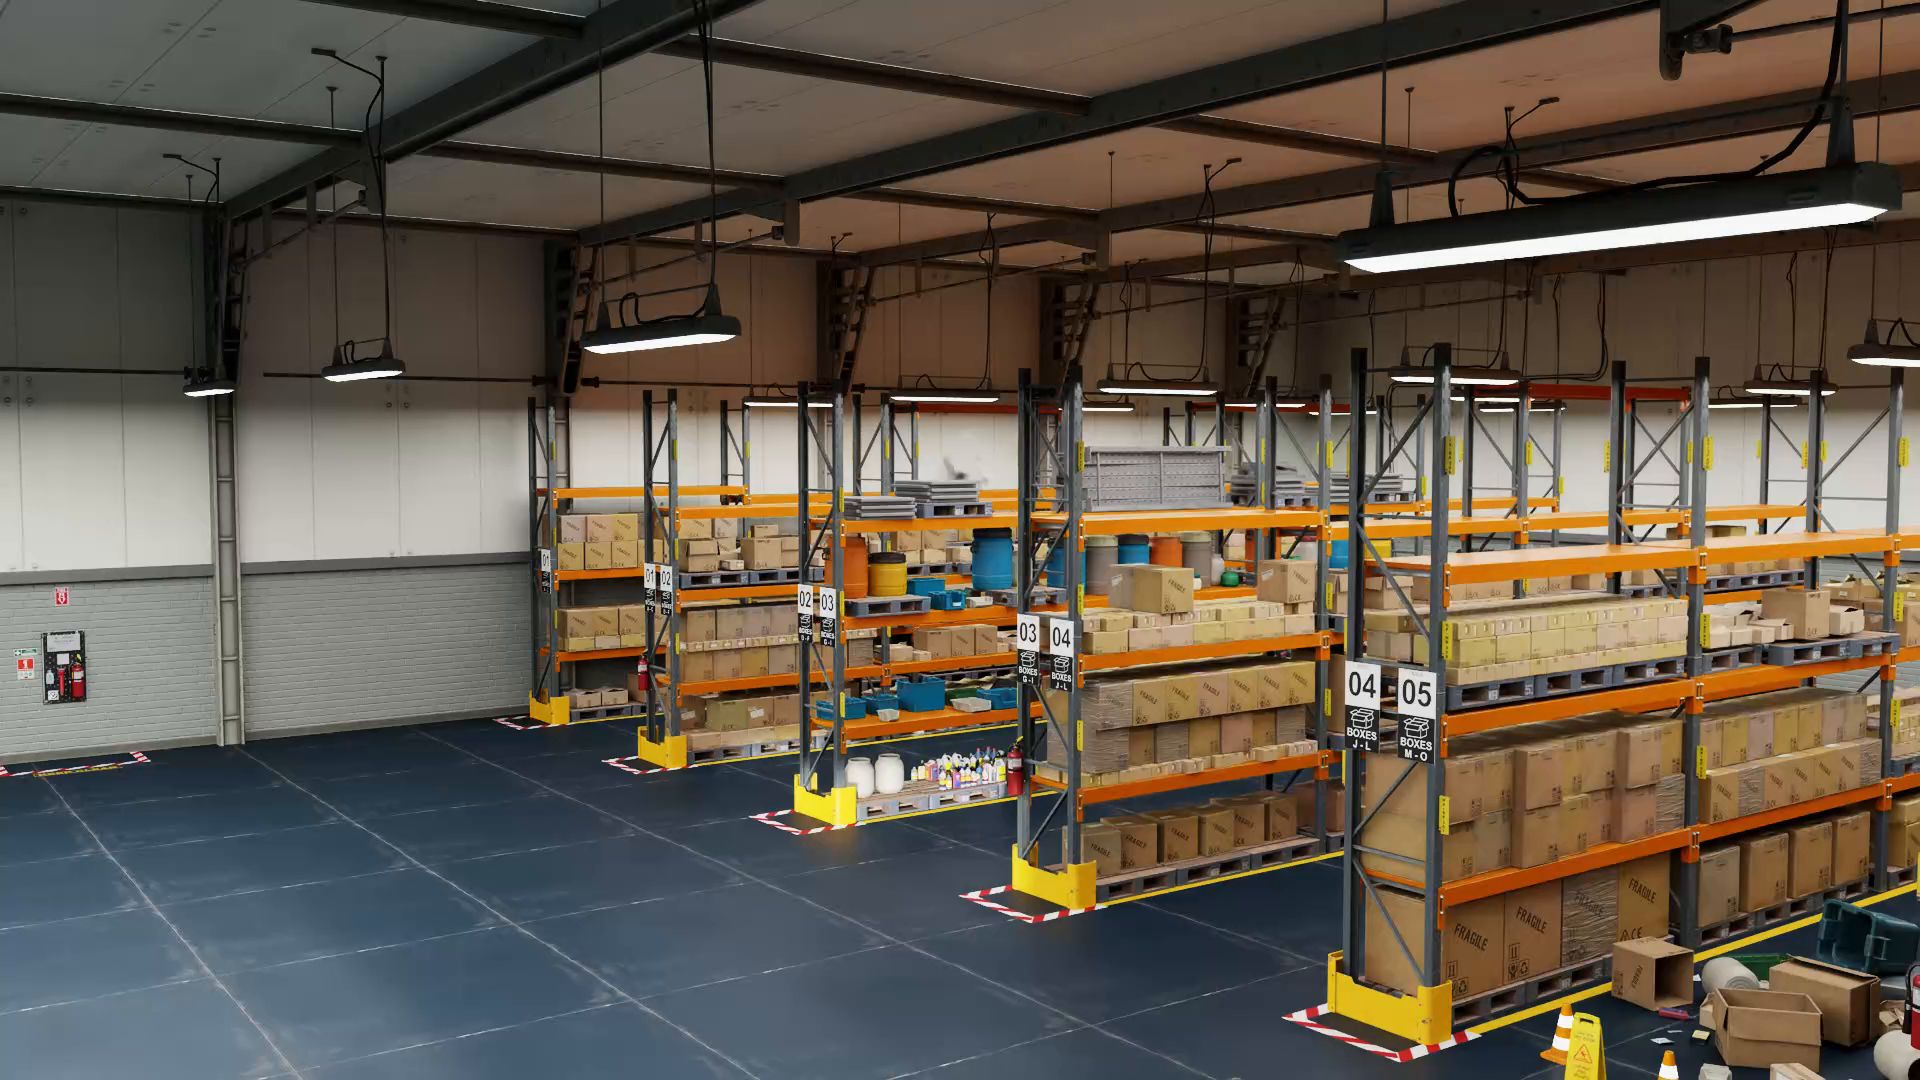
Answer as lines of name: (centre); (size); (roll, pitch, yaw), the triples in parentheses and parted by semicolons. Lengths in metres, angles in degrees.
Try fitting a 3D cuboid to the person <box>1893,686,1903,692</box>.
person: (13.626, 2.939, 23.930); (1.079, 1.733, 0.750); (-3, 4, -39)
